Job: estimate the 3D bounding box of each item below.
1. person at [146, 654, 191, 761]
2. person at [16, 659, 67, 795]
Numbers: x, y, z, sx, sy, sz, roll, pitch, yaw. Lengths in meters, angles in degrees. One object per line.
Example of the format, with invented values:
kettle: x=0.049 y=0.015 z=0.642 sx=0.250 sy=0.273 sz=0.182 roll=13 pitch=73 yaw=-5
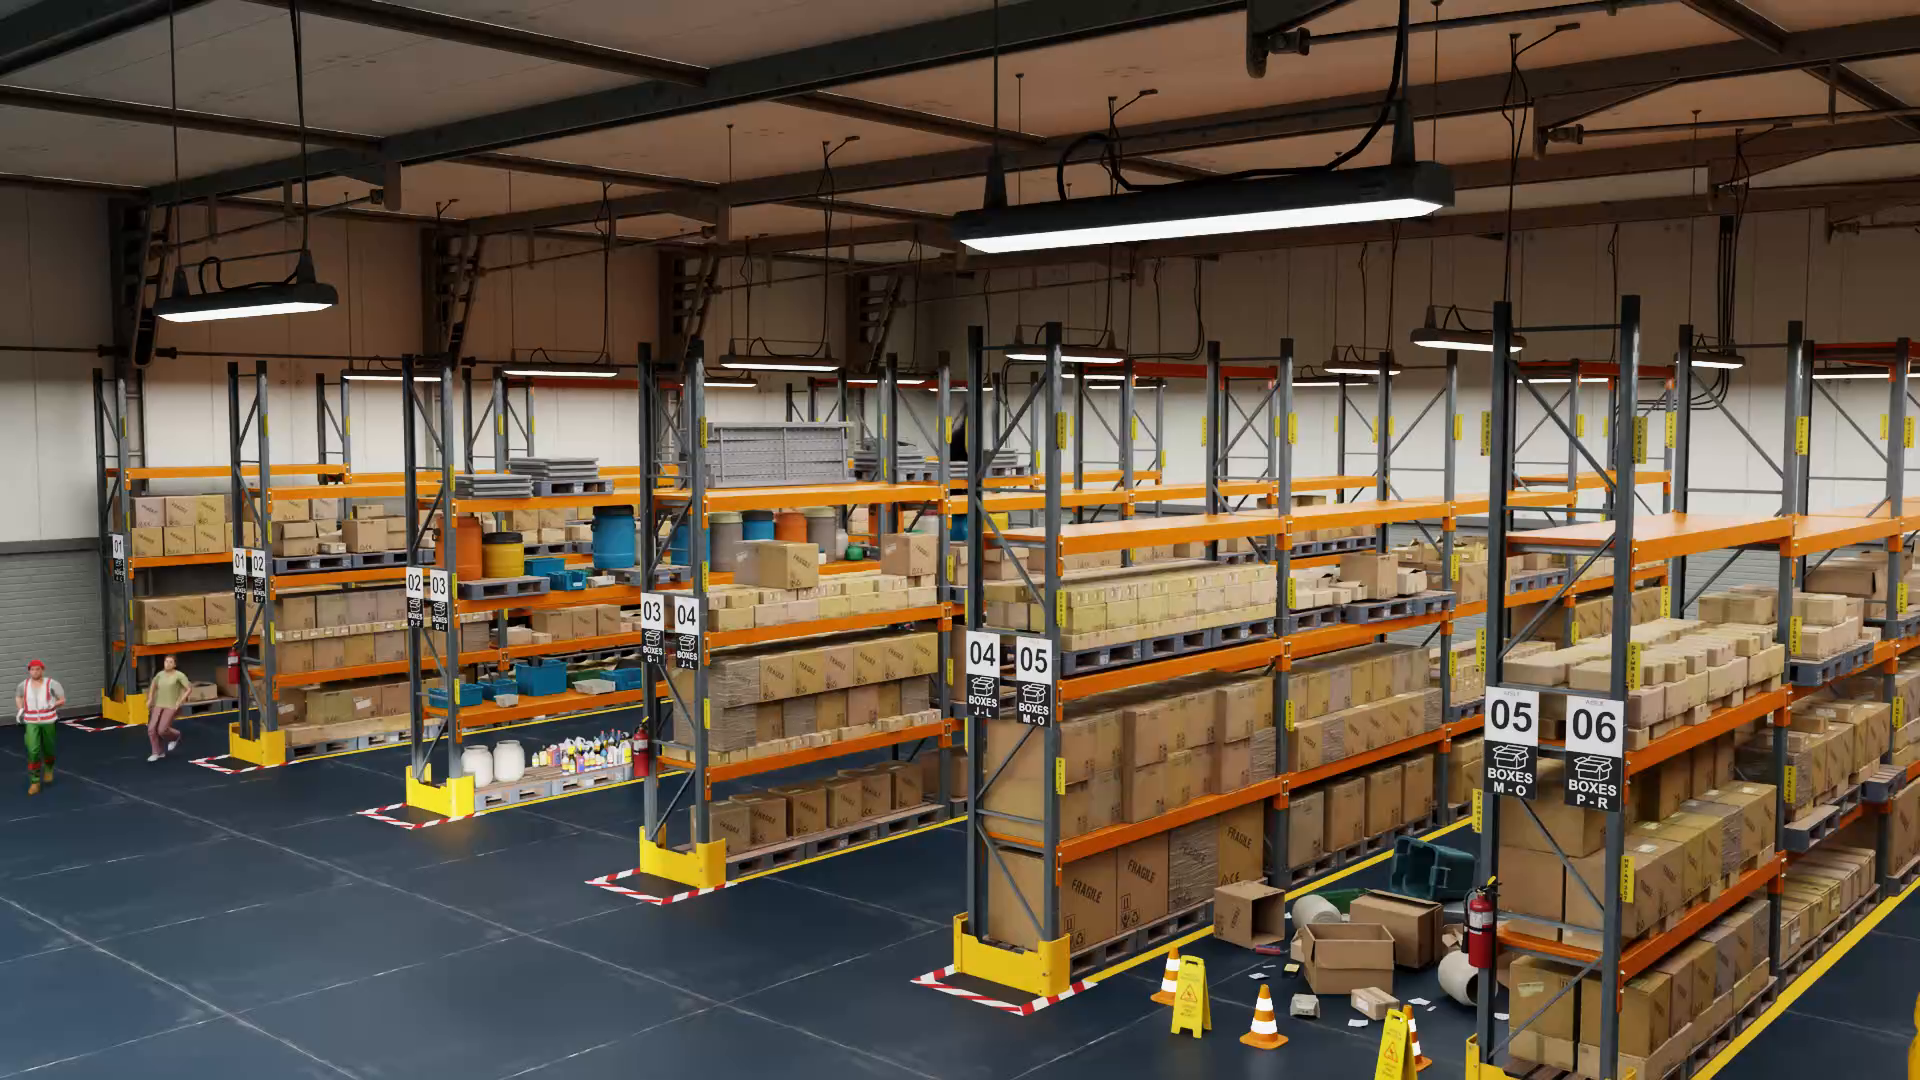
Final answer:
person: x=-11.966 y=2.520 z=25.182 sx=0.621 sy=1.615 sz=0.561 roll=1 pitch=4 yaw=8
person: x=-12.744 y=2.548 z=23.073 sx=0.638 sy=1.810 sz=0.873 roll=-2 pitch=5 yaw=-23
